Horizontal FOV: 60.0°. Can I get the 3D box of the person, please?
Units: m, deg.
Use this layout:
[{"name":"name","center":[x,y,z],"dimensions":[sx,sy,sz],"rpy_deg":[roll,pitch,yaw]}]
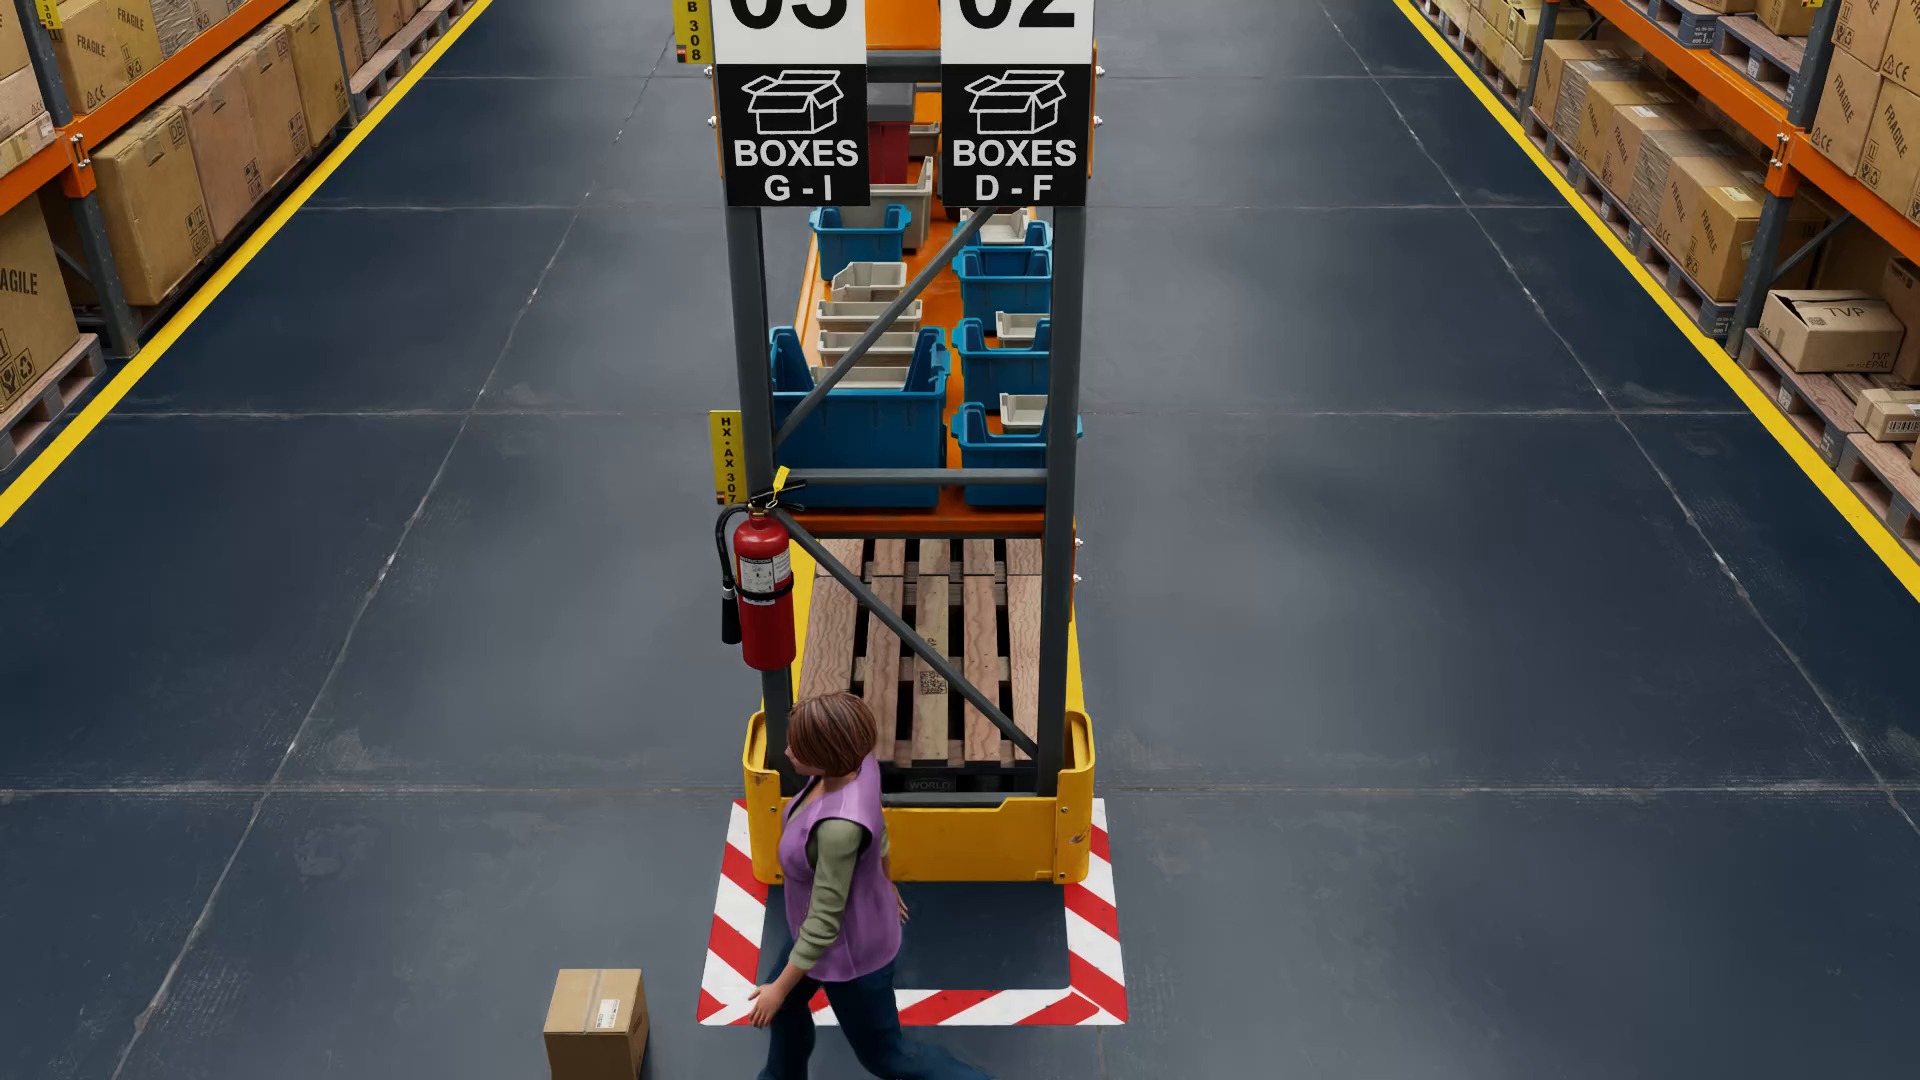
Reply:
[{"name":"person","center":[-0.285,1.061,4.426],"dimensions":[0.921,1.550,0.489],"rpy_deg":[-1,32,-1]}]
